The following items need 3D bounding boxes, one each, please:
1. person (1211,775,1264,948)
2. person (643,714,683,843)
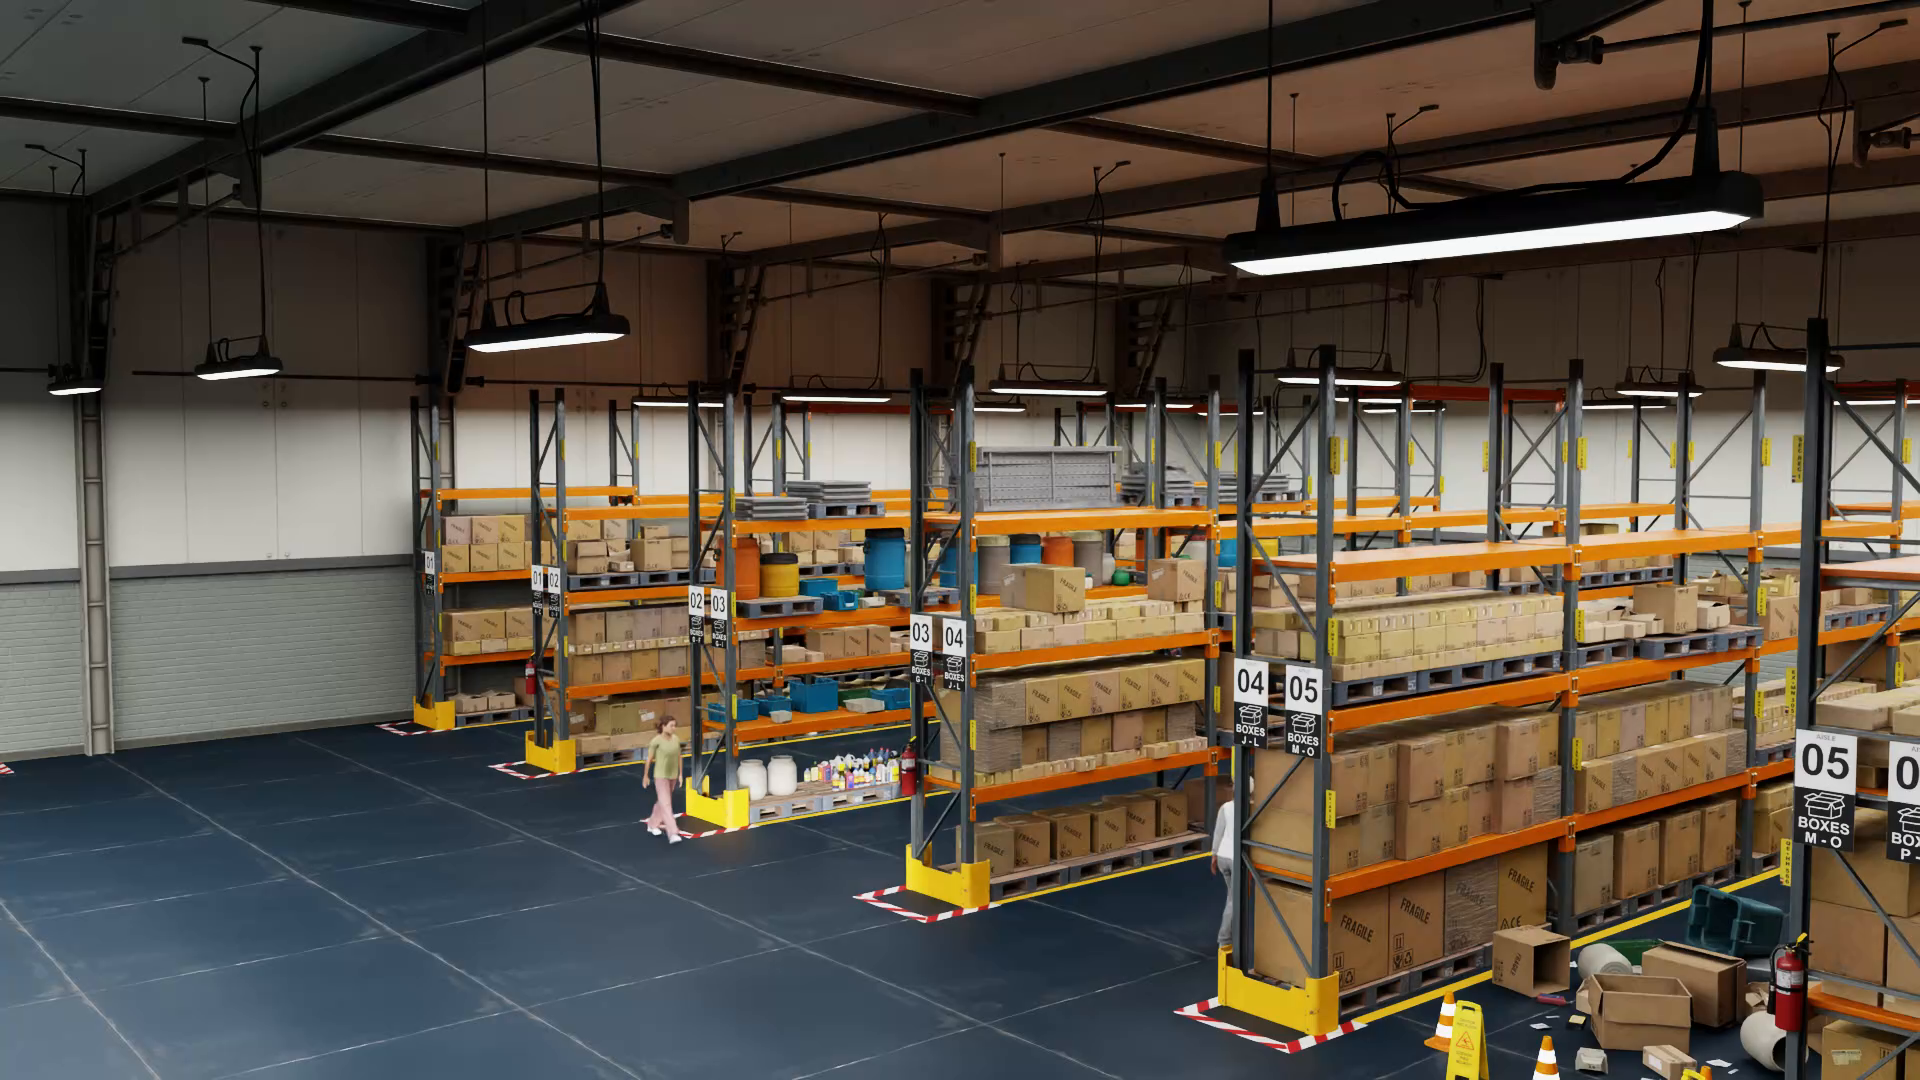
[{"bbox_3d":[2.853,3.304,16.980,0.613,1.821,0.518,-3,5,-43],"label":"person"},{"bbox_3d":[-3.778,3.065,21.485,1.021,1.610,0.534,3,4,40],"label":"person"}]
